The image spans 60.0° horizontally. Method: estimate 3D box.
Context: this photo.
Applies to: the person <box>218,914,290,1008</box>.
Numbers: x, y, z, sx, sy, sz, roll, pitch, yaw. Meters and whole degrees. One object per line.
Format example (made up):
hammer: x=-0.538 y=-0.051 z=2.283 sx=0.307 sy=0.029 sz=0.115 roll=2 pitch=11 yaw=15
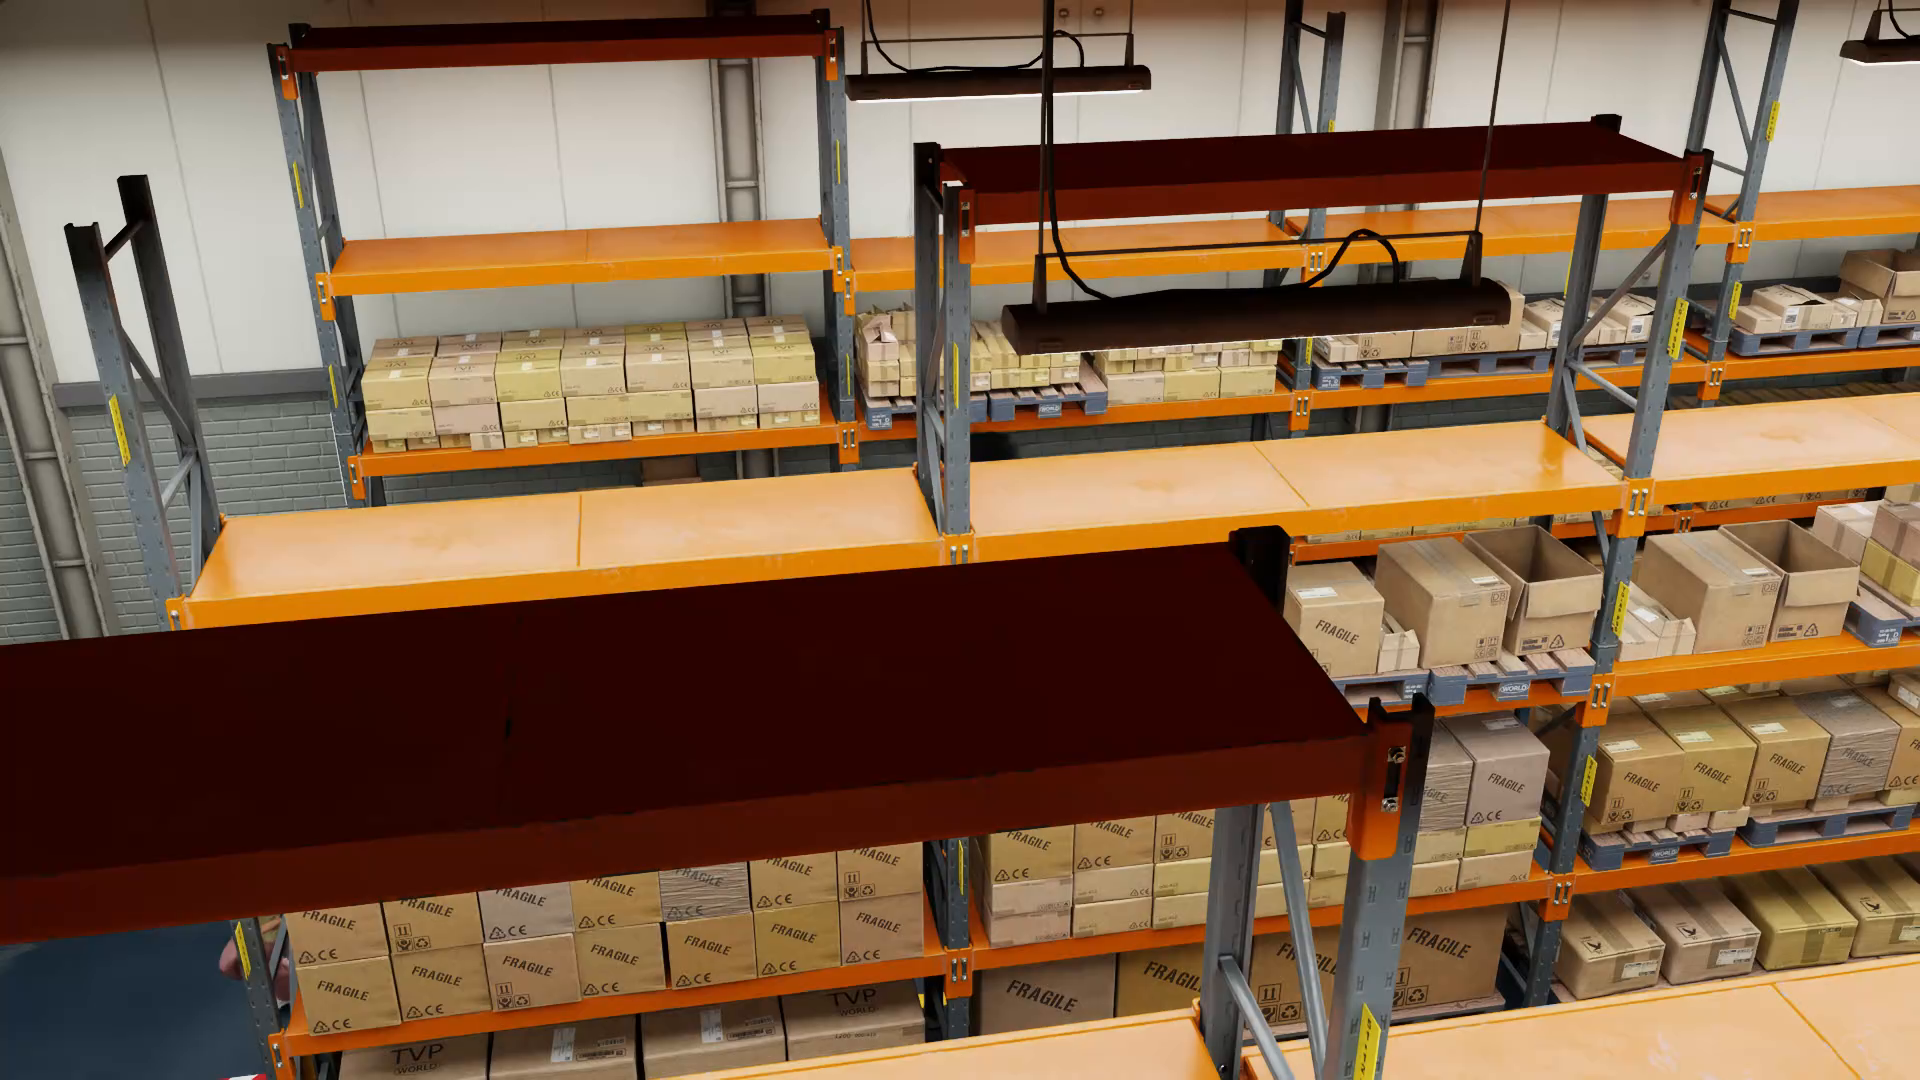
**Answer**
person: x=-4.657 y=2.596 z=11.072 sx=0.552 sy=1.600 sz=0.599 roll=-22 pitch=33 yaw=-37
